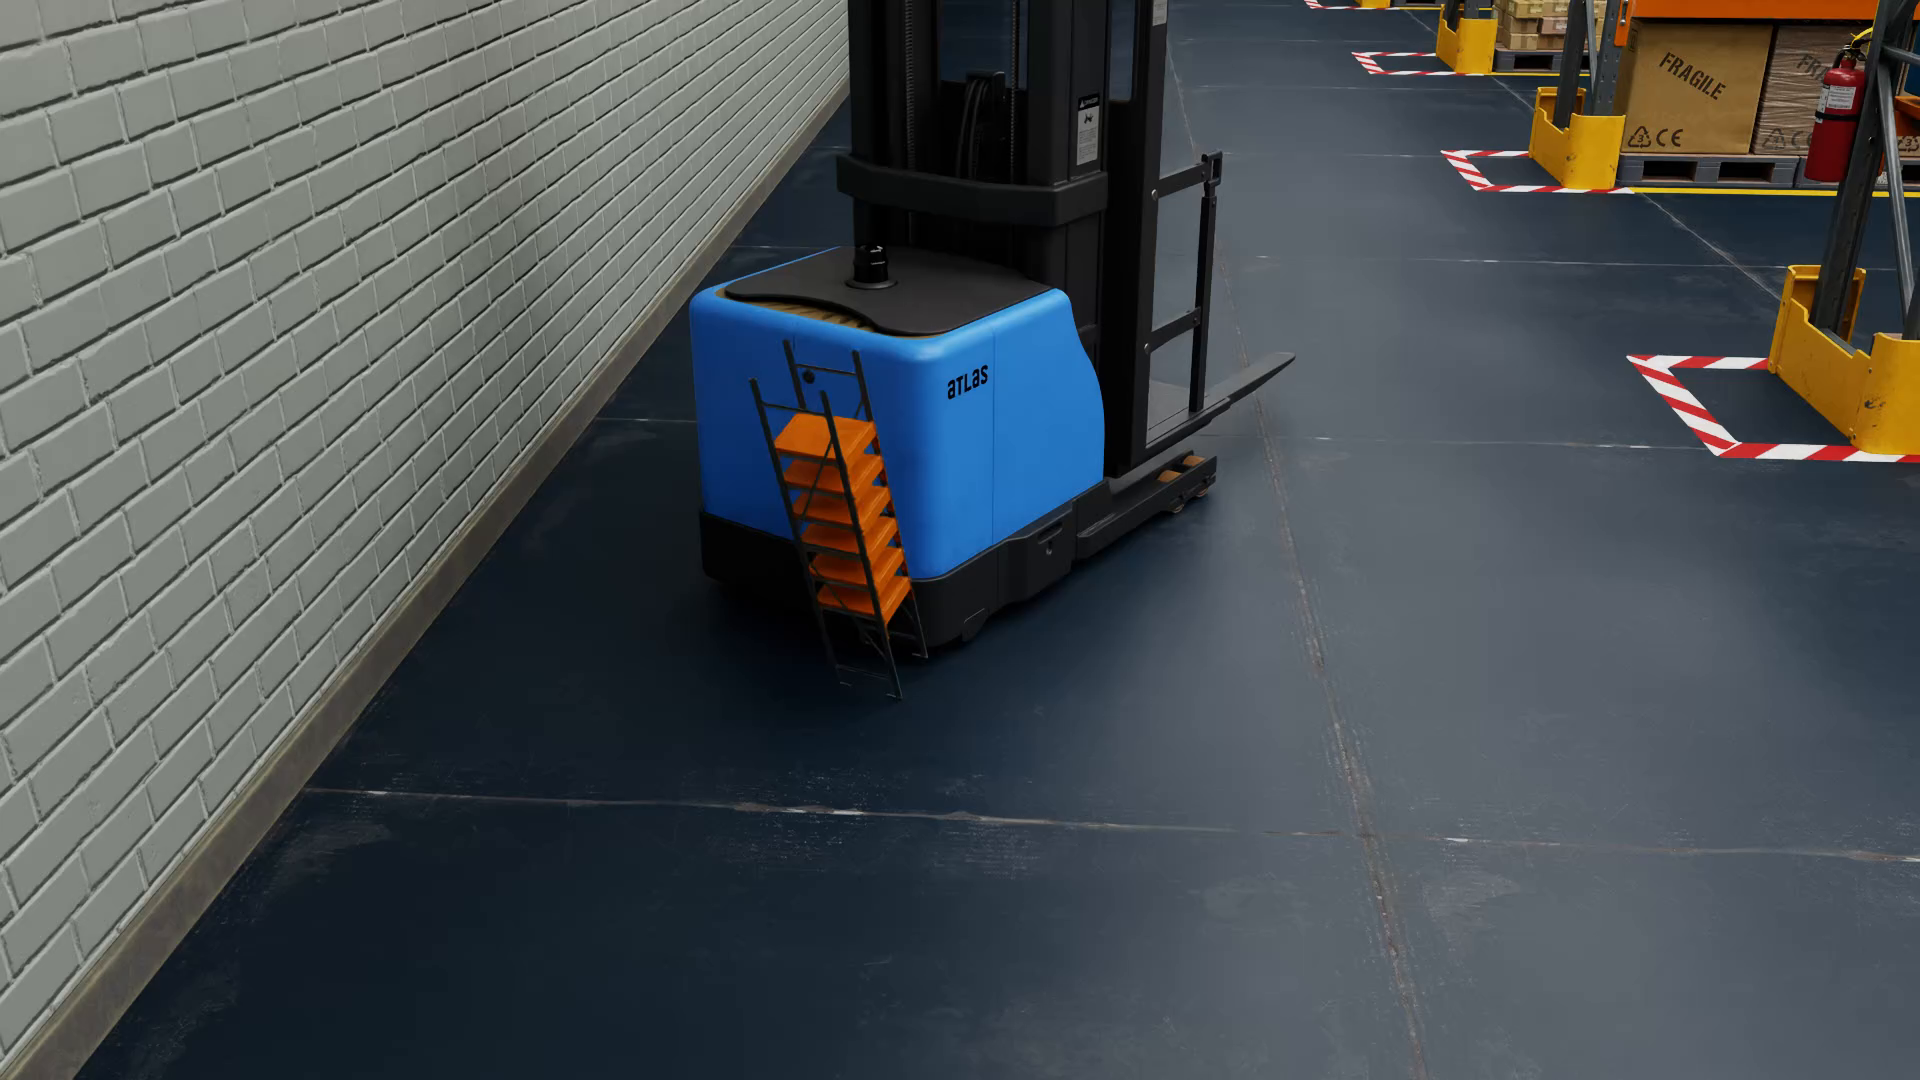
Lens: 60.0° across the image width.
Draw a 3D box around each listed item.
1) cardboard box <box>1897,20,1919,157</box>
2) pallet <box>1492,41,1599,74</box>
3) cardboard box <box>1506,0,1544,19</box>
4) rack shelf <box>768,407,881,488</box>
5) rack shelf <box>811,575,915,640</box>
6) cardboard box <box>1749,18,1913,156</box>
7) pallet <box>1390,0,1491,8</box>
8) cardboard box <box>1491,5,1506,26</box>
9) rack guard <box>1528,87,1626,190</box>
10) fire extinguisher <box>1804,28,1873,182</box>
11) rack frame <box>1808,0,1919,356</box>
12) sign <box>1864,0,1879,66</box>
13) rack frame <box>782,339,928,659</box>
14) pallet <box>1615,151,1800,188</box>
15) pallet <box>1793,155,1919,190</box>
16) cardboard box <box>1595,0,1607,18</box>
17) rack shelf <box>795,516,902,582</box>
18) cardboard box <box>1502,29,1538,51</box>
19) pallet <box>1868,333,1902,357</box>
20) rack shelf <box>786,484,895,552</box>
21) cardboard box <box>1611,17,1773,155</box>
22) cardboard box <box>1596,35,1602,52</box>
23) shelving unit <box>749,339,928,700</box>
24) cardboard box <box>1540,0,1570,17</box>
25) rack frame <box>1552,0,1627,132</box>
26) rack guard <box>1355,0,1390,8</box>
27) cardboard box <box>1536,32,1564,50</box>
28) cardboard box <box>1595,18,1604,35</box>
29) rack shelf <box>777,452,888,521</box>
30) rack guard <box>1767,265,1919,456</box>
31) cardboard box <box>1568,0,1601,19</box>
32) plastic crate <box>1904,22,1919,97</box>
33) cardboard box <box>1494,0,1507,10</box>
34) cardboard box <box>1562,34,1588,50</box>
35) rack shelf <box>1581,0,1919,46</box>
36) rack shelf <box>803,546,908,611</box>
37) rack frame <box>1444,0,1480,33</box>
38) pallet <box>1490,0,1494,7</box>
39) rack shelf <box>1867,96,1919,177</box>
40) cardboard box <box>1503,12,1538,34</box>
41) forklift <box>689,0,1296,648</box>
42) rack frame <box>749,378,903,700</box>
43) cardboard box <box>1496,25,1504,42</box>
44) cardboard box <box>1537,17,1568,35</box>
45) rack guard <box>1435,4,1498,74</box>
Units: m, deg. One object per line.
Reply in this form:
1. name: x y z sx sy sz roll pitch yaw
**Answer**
1. cardboard box: 6.880 -3.215 11.687 0.875 0.875 0.875 2 25 4
2. pallet: 5.805 -4.788 16.403 1.213 0.211 1.003 2 25 4
3. cardboard box: 5.418 -5.105 15.953 0.250 0.149 0.380 1 25 2
4. rack shelf: -0.380 -0.262 4.670 0.258 0.103 0.180 12 46 24
5. rack shelf: -0.294 0.181 5.066 0.258 0.103 0.180 12 46 24
6. cardboard box: 5.993 -3.243 11.749 0.875 0.875 0.875 2 25 4
7. pallet: 6.003 -6.904 21.003 1.213 0.211 1.003 2 25 4
8. cardboard box: 5.470 -5.231 16.581 0.250 0.149 0.380 1 25 3
9. rack guard: 4.417 -2.899 11.952 0.348 0.500 1.175 2 25 4
10. fire extinguisher: 3.946 -1.959 7.458 0.183 0.674 0.296 2 25 4
11. rack frame: 4.062 -1.970 6.942 0.127 3.000 1.000 2 25 4
12. sign: 4.088 -2.273 7.407 0.005 0.325 0.100 2 25 4
13. rack frame: -0.296 -0.089 4.937 0.240 1.200 0.006 12 46 24
14. pallet: 5.244 -2.774 12.026 1.213 0.211 1.003 2 25 4
15. pallet: 6.457 -2.734 11.939 1.213 0.211 1.003 2 25 4
16. cardboard box: 6.197 -5.112 15.967 0.250 0.149 0.380 1 25 1
17. rack shelf: -0.328 0.004 4.908 0.258 0.103 0.180 12 46 24
18. cardboard box: 5.419 -4.843 16.095 0.250 0.149 0.380 2 25 5
19. pallet: 4.881 -0.660 7.432 1.213 0.211 1.003 2 25 4
20. rack shelf: -0.346 -0.085 4.829 0.258 0.103 0.180 12 46 24
21. cardboard box: 5.085 -3.272 11.812 0.875 0.875 0.875 2 25 4
22. cardboard box: 6.181 -4.810 16.023 0.250 0.149 0.380 2 25 5
23. shelving unit: -0.335 -0.029 4.879 0.258 1.200 0.189 12 46 24
24. cardboard box: 5.702 -5.147 16.043 0.250 0.149 0.380 2 25 5
25. rack frame: 4.441 -4.034 11.428 0.127 3.000 1.000 2 25 4
26. rack guard: 5.176 -7.029 20.929 0.348 0.500 1.175 2 25 4
27. cardboard box: 5.687 -4.869 16.151 0.250 0.149 0.380 2 25 4
28. cardboard box: 6.191 -4.948 15.968 0.250 0.149 0.380 3 25 6
29. rack shelf: -0.363 -0.173 4.750 0.258 0.103 0.180 12 46 24
30. rack guard: 4.037 -0.829 7.454 0.348 0.500 1.175 2 25 4
31. cardboard box: 5.943 -5.085 15.910 0.250 0.149 0.380 2 25 4
32. plastic crate: 4.410 -2.080 7.068 0.499 0.435 0.616 2 25 4
33. cardboard box: 5.469 -5.352 16.490 0.250 0.149 0.380 2 25 5
34. cardboard box: 5.935 -4.864 16.140 0.250 0.149 0.380 2 25 5
35. rack shelf: 6.435 -3.643 11.439 4.000 0.370 1.077 2 25 4
36. rack shelf: -0.311 0.092 4.987 0.258 0.103 0.180 12 46 24
37. rack frame: 4.922 -6.098 15.914 0.127 3.000 1.000 2 25 4
38. pallet: 7.216 -6.864 20.915 1.213 0.211 1.003 2 25 4
39. rack shelf: 6.056 -1.579 6.953 4.000 0.370 1.077 2 25 4
40. cardboard box: 5.424 -5.005 16.091 0.250 0.149 0.380 3 25 6
41. forklift: 0.366 -1.542 6.095 1.130 2.935 3.031 17 30 32
42. rack frame: -0.373 0.030 4.821 0.240 1.200 0.006 12 46 24
43. cardboard box: 5.462 -5.064 16.574 0.250 0.149 0.380 2 25 5
44. cardboard box: 5.693 -4.973 16.021 0.250 0.149 0.380 2 25 4
45. rack guard: 4.997 -4.960 16.431 0.348 0.500 1.175 2 25 4
